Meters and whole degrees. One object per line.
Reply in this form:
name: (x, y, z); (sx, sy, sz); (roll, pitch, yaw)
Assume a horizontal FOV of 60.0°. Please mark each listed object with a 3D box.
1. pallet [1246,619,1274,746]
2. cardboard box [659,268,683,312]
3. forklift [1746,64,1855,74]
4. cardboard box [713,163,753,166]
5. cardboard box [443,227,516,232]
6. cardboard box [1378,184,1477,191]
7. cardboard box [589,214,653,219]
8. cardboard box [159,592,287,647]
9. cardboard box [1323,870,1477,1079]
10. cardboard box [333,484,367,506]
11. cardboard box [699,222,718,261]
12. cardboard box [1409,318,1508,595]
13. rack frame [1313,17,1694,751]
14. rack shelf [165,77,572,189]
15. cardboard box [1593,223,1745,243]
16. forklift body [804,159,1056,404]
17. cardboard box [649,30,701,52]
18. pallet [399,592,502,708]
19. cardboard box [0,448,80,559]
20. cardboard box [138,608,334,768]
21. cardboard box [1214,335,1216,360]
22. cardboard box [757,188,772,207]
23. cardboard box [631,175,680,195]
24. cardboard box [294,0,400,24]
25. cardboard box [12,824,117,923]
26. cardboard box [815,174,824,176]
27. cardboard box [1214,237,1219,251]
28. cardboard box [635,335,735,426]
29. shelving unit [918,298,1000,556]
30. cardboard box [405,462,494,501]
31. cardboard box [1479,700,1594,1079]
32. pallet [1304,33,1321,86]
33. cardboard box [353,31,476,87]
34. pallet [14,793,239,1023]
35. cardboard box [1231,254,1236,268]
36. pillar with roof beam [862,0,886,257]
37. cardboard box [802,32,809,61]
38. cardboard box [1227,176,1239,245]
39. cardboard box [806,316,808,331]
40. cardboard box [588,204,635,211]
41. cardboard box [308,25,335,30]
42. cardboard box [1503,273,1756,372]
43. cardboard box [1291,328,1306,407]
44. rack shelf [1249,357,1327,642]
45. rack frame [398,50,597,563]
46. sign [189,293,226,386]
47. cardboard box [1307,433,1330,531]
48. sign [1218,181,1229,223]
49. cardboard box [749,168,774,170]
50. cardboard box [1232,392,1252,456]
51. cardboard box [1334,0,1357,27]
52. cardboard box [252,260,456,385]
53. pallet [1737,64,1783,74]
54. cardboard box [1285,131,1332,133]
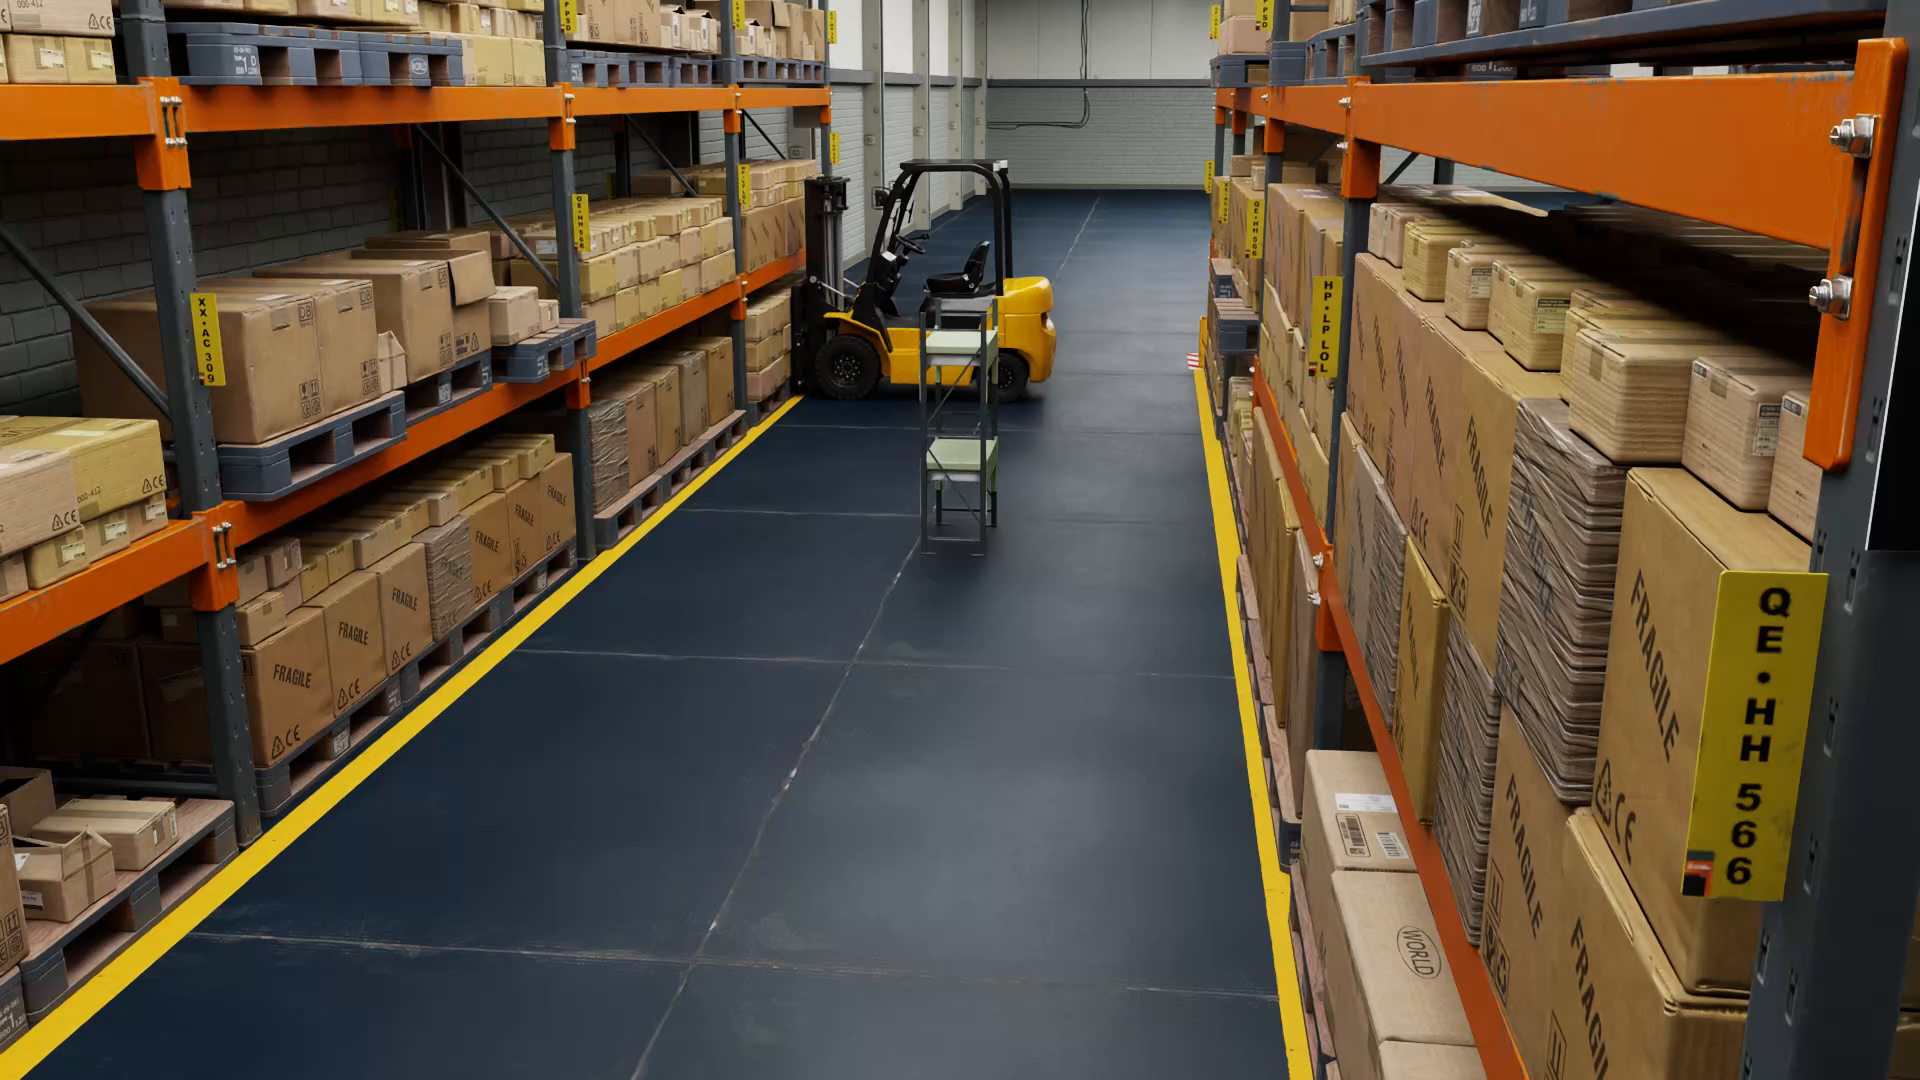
pallet: (1.880, 0.669, 7.785); (1.003, 0.211, 1.213); (2, 15, 6)
cardboard box: (-2.282, -1.775, 11.766); (0.500, 0.250, 0.500); (2, 15, 8)
forklift: (5.556, -1.513, 10.641); (3.031, 2.935, 1.130); (-4, 16, -16)
cardboard box: (-2.222, -3.571, 16.118); (0.380, 0.149, 0.250); (2, 15, 8)
cardboard box: (-2.994, -1.863, 10.373); (0.380, 0.149, 0.250); (2, 15, 8)
cardboard box: (2.386, -1.584, 8.668); (0.500, 0.500, 0.500); (1, 15, 5)
cardboard box: (-2.351, -2.181, 11.548); (0.380, 0.149, 0.250); (2, 15, 6)
cardboard box: (-2.895, 0.303, 6.538); (0.380, 0.149, 0.250); (2, 15, 9)
cardboard box: (1.455, 1.268, 4.330); (0.875, 0.438, 0.875); (1, 15, 5)
cardboard box: (-3.210, -0.187, 8.347); (0.380, 0.149, 0.250); (2, 15, 7)
cardboard box: (-2.149, -2.278, 12.671); (0.500, 0.250, 0.500); (1, 15, 5)
cardboard box: (1.247, -0.178, 3.468); (0.500, 0.500, 0.500); (2, 15, 6)
rack frame: (1.733, -0.158, 5.499); (1.000, 3.000, 0.127); (2, 15, 6)
rack shelf: (-2.974, -1.923, 7.657); (1.077, 0.370, 4.000); (2, 15, 6)
cardboard box: (1.828, -0.717, 4.217); (0.380, 0.149, 0.250); (2, 15, 6)
forklift body: (-0.247, -2.460, 15.640); (2.313, 2.155, 1.214); (2, 15, 6)
cardboard box: (-2.119, -3.662, 12.195); (0.380, 0.149, 0.250); (2, 15, 6)
pallet: (-3.010, 0.514, 8.358); (1.003, 0.211, 1.213); (2, 15, 6)
cardboard box: (-3.057, -0.105, 5.020); (0.500, 0.250, 0.500); (2, 15, 6)
cardboard box: (-2.922, 0.582, 6.747); (0.500, 0.500, 0.500); (2, 15, 9)
cardboard box: (2.547, -1.896, 14.953); (0.500, 0.500, 0.500); (3, 15, 9)
cardboard box: (-1.869, -3.012, 14.619); (0.380, 0.149, 0.250); (2, 15, 7)
cardboard box: (-2.561, -2.975, 13.912); (0.380, 0.149, 0.250); (2, 15, 6)
cardboard box: (-2.620, -2.277, 7.076); (0.380, 0.149, 0.250); (2, 15, 8)
cardboard box: (-3.011, 1.060, 5.430); (0.396, 0.266, 0.258); (2, 15, 8)
cardboard box: (-1.606, -3.679, 17.086); (0.380, 0.149, 0.250); (2, 15, 7)
cardboard box: (2.643, -2.870, 16.011); (0.380, 0.149, 0.250); (2, 15, 7)
cardboard box: (-2.345, -1.299, 13.463); (0.875, 0.625, 0.625); (2, 15, 9)
shelving unit: (0.001, -0.726, 10.473); (0.431, 1.500, 0.755); (2, 15, 6)
cardboard box: (-2.701, -0.308, 8.797); (0.380, 0.149, 0.250); (2, 15, 8)
cardboard box: (1.144, 0.569, 2.621); (0.500, 0.500, 0.500); (1, 15, 5)
pallet: (2.041, -2.093, 7.273); (1.003, 0.211, 1.213); (2, 15, 9)
cardboard box: (-2.677, -2.316, 8.020); (0.500, 0.250, 0.500); (2, 15, 6)
pallet: (-3.278, 1.221, 5.742); (1.003, 0.211, 1.213); (2, 15, 6)
cardboard box: (2.222, -2.116, 12.416); (0.380, 0.149, 0.250); (2, 15, 7)
pillar with roof beam: (2.812, -9.143, 27.235); (9.100, 9.000, 0.400); (2, 15, 6)
cardboard box: (-1.666, -4.760, 16.033); (0.396, 0.266, 0.258); (2, 15, 6)
cardboard box: (2.297, -2.514, 12.647); (0.500, 0.500, 0.500); (2, 15, 8)
cardboard box: (-1.695, -2.132, 16.307); (0.500, 0.250, 0.500); (1, 15, 5)
cardboard box: (-2.670, -2.455, 12.560); (0.380, 0.149, 0.250); (2, 15, 6)
cardboard box: (-3.199, -2.492, 7.908); (0.380, 0.149, 0.250); (1, 15, 5)
cardboard box: (1.212, -0.396, 3.030); (0.380, 0.149, 0.250); (2, 15, 8)
cardboard box: (1.642, -0.713, 6.881); (0.500, 0.250, 0.500); (2, 15, 8)
rack shelf: (1.958, -0.329, 7.512); (1.077, 0.370, 4.000); (2, 15, 6)
rack frame: (-2.748, -1.341, 9.873); (1.000, 3.000, 0.127); (2, 15, 6)
sign: (-2.660, -0.707, 5.872); (0.100, 0.325, 0.005); (2, 15, 6)
cardboard box: (1.533, -0.209, 5.977); (0.500, 0.250, 0.500); (1, 15, 5)
sign: (2.095, -2.665, 13.111); (0.100, 0.325, 0.005); (2, 15, 6)
cardboard box: (-1.900, -3.293, 15.091); (0.380, 0.149, 0.250); (2, 15, 6)
cardboard box: (2.501, -0.844, 12.267); (0.950, 0.372, 0.625); (3, 15, 10)
cardboard box: (1.623, -2.000, 5.933); (0.500, 0.311, 0.500); (2, 15, 6)
cardboard box: (-2.776, -1.011, 7.658); (0.700, 0.500, 0.500); (2, 15, 6)
pallet: (7.943, -4.363, 15.474); (1.003, 0.211, 1.213); (2, 15, 6)
cardboard box: (2.980, -3.147, 13.876); (0.700, 0.500, 0.500); (2, 15, 7)
